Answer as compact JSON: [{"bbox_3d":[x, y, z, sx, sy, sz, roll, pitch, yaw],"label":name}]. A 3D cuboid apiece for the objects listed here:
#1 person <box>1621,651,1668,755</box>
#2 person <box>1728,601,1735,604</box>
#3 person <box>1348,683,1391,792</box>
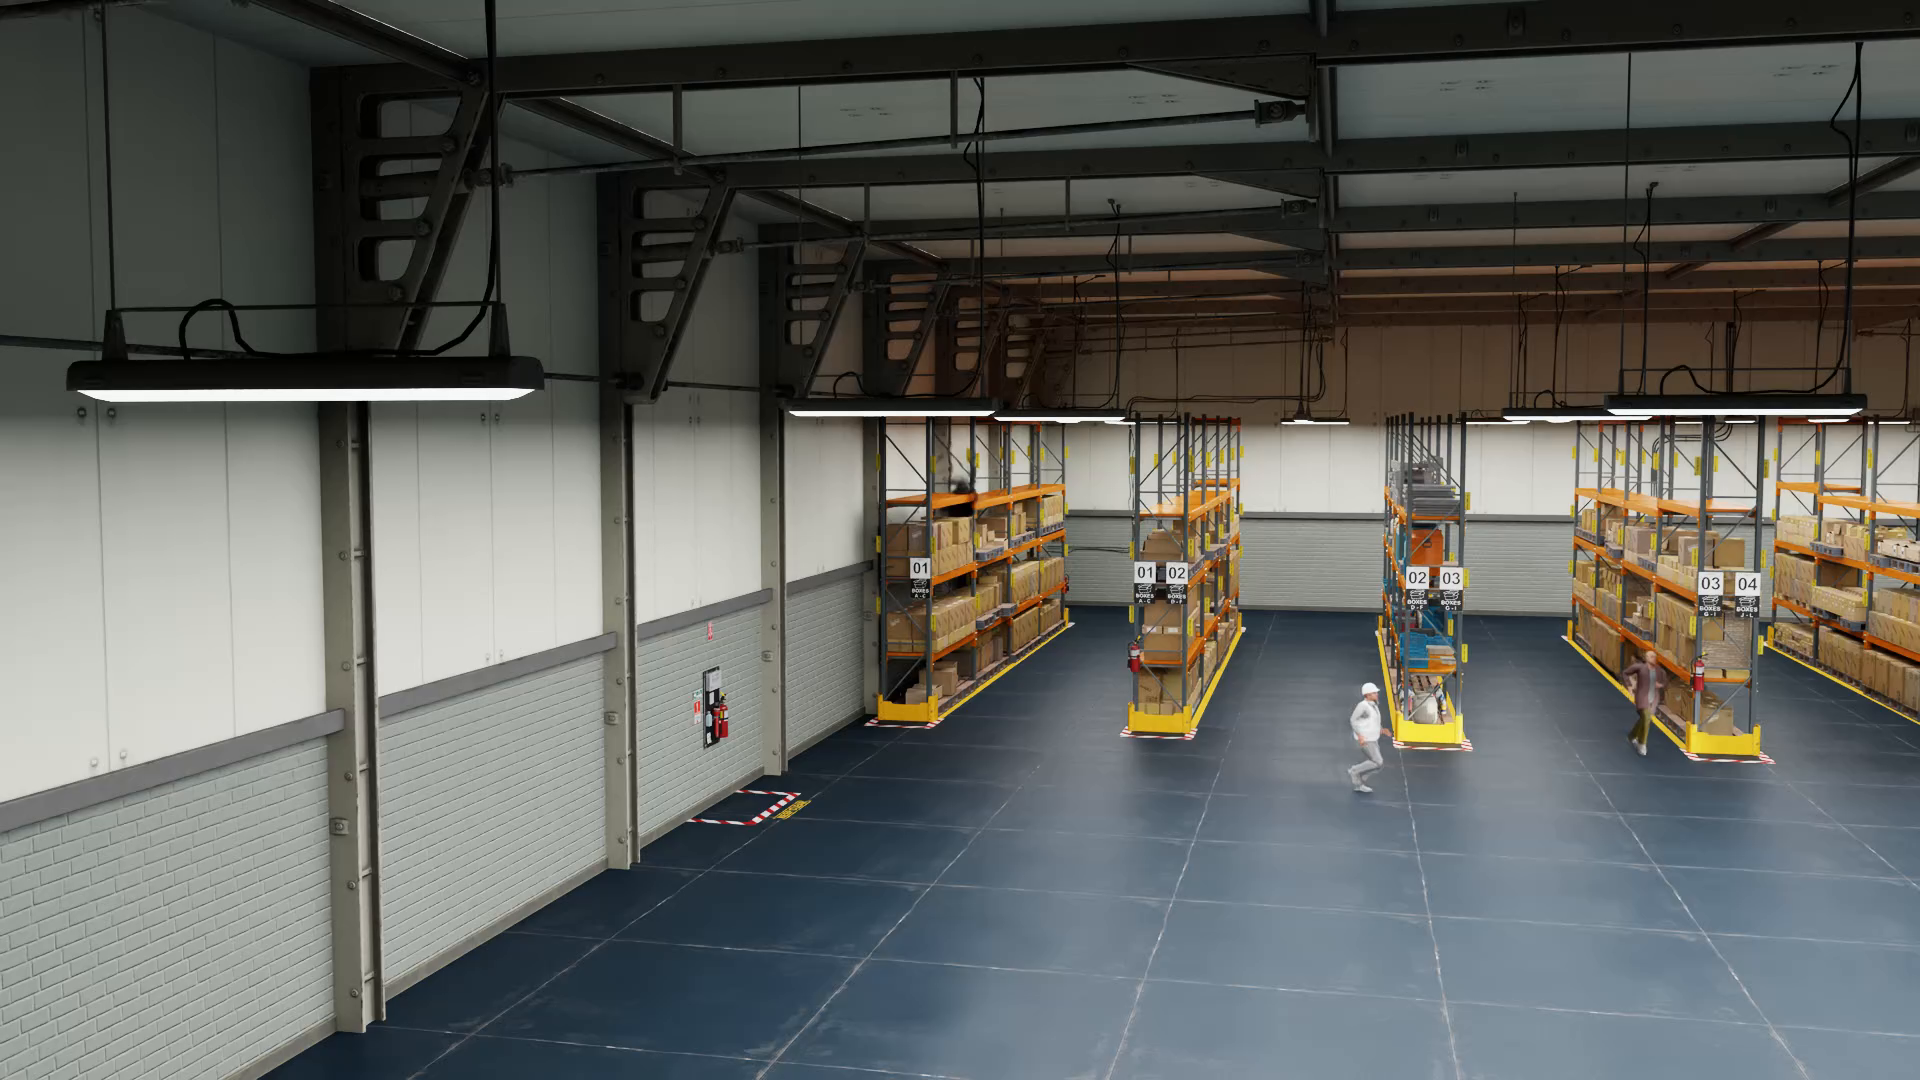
[{"bbox_3d":[12.146,2.863,29.459,0.703,1.818,0.795,-1,4,-12],"label":"person"},{"bbox_3d":[20.006,1.964,43.705,0.539,1.621,0.633,-3,5,-39],"label":"person"},{"bbox_3d":[6.421,3.100,26.031,0.609,1.723,0.646,3,5,34],"label":"person"}]
